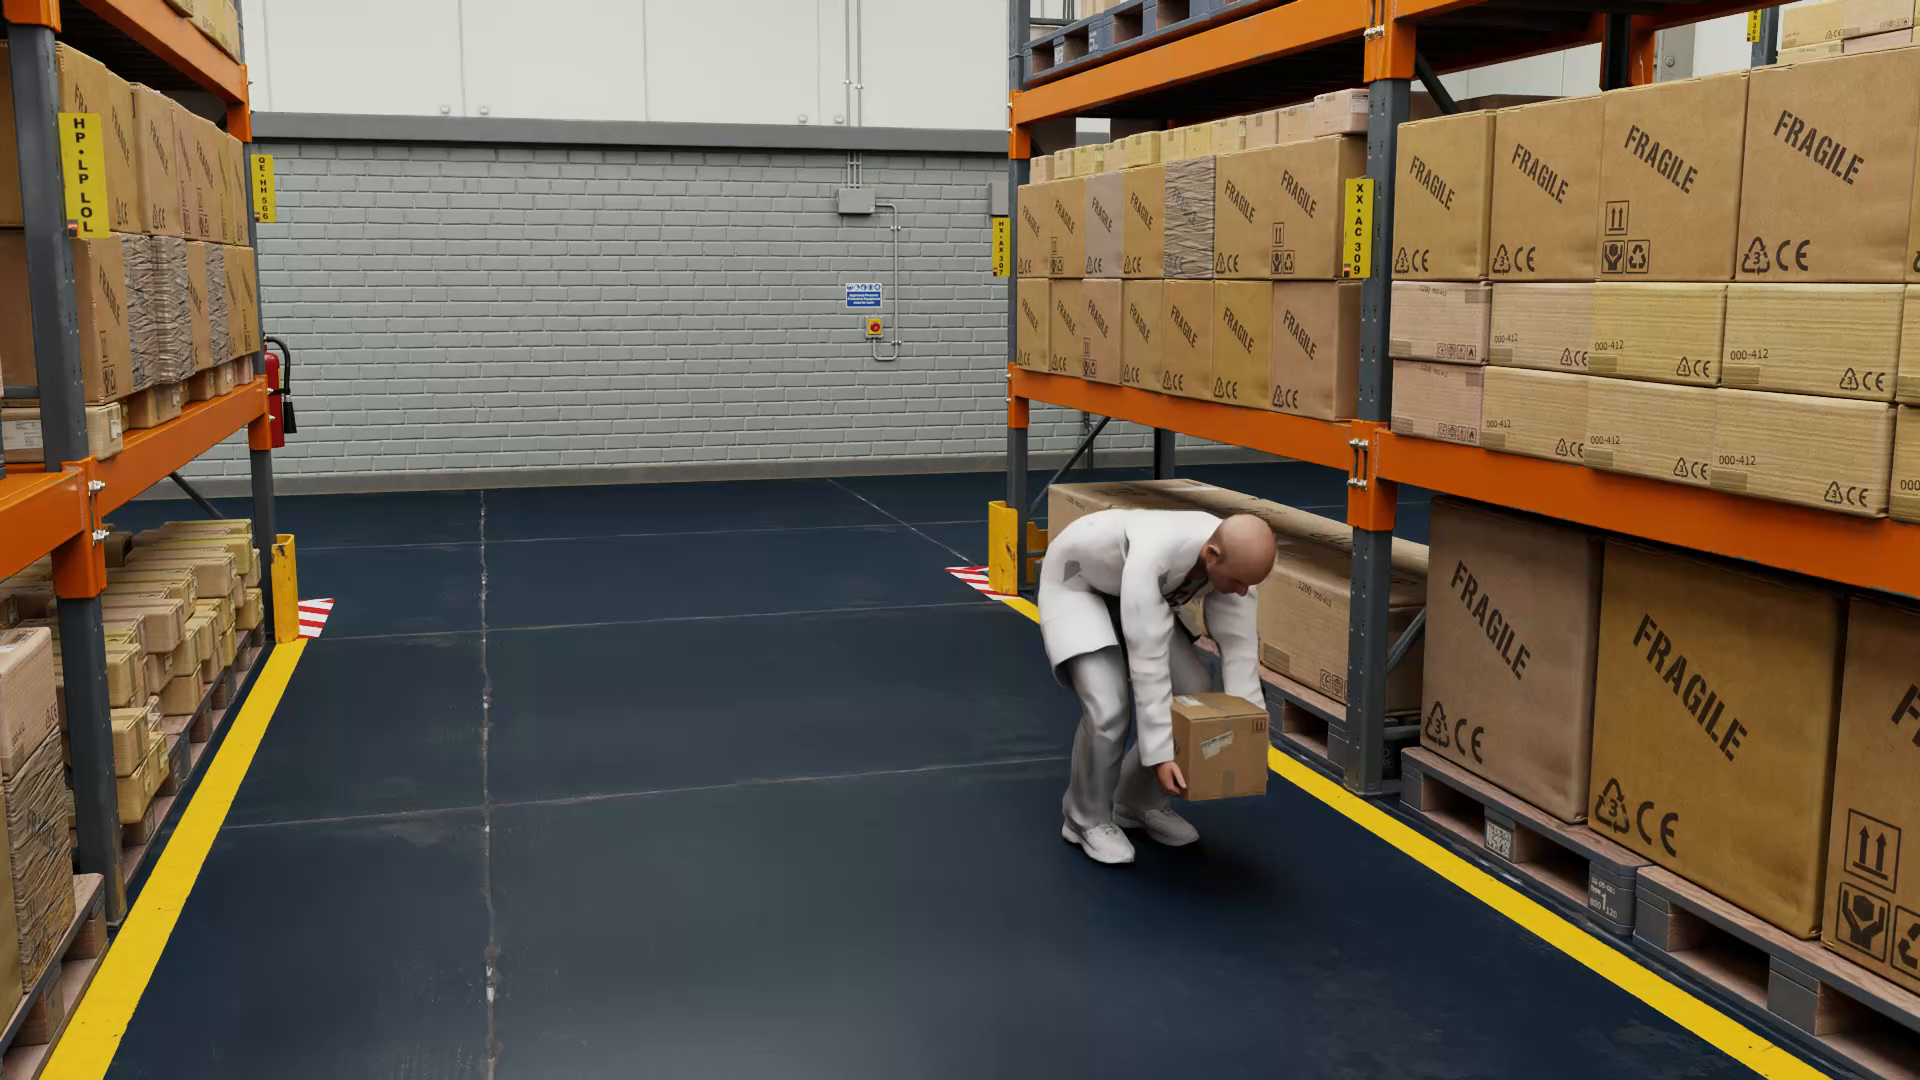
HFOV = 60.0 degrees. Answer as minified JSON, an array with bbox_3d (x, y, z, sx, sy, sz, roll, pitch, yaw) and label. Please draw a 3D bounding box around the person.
[{"bbox_3d":[0.603,0.442,5.166,0.555,1.142,0.936,-6,11,-32],"label":"person"}]
